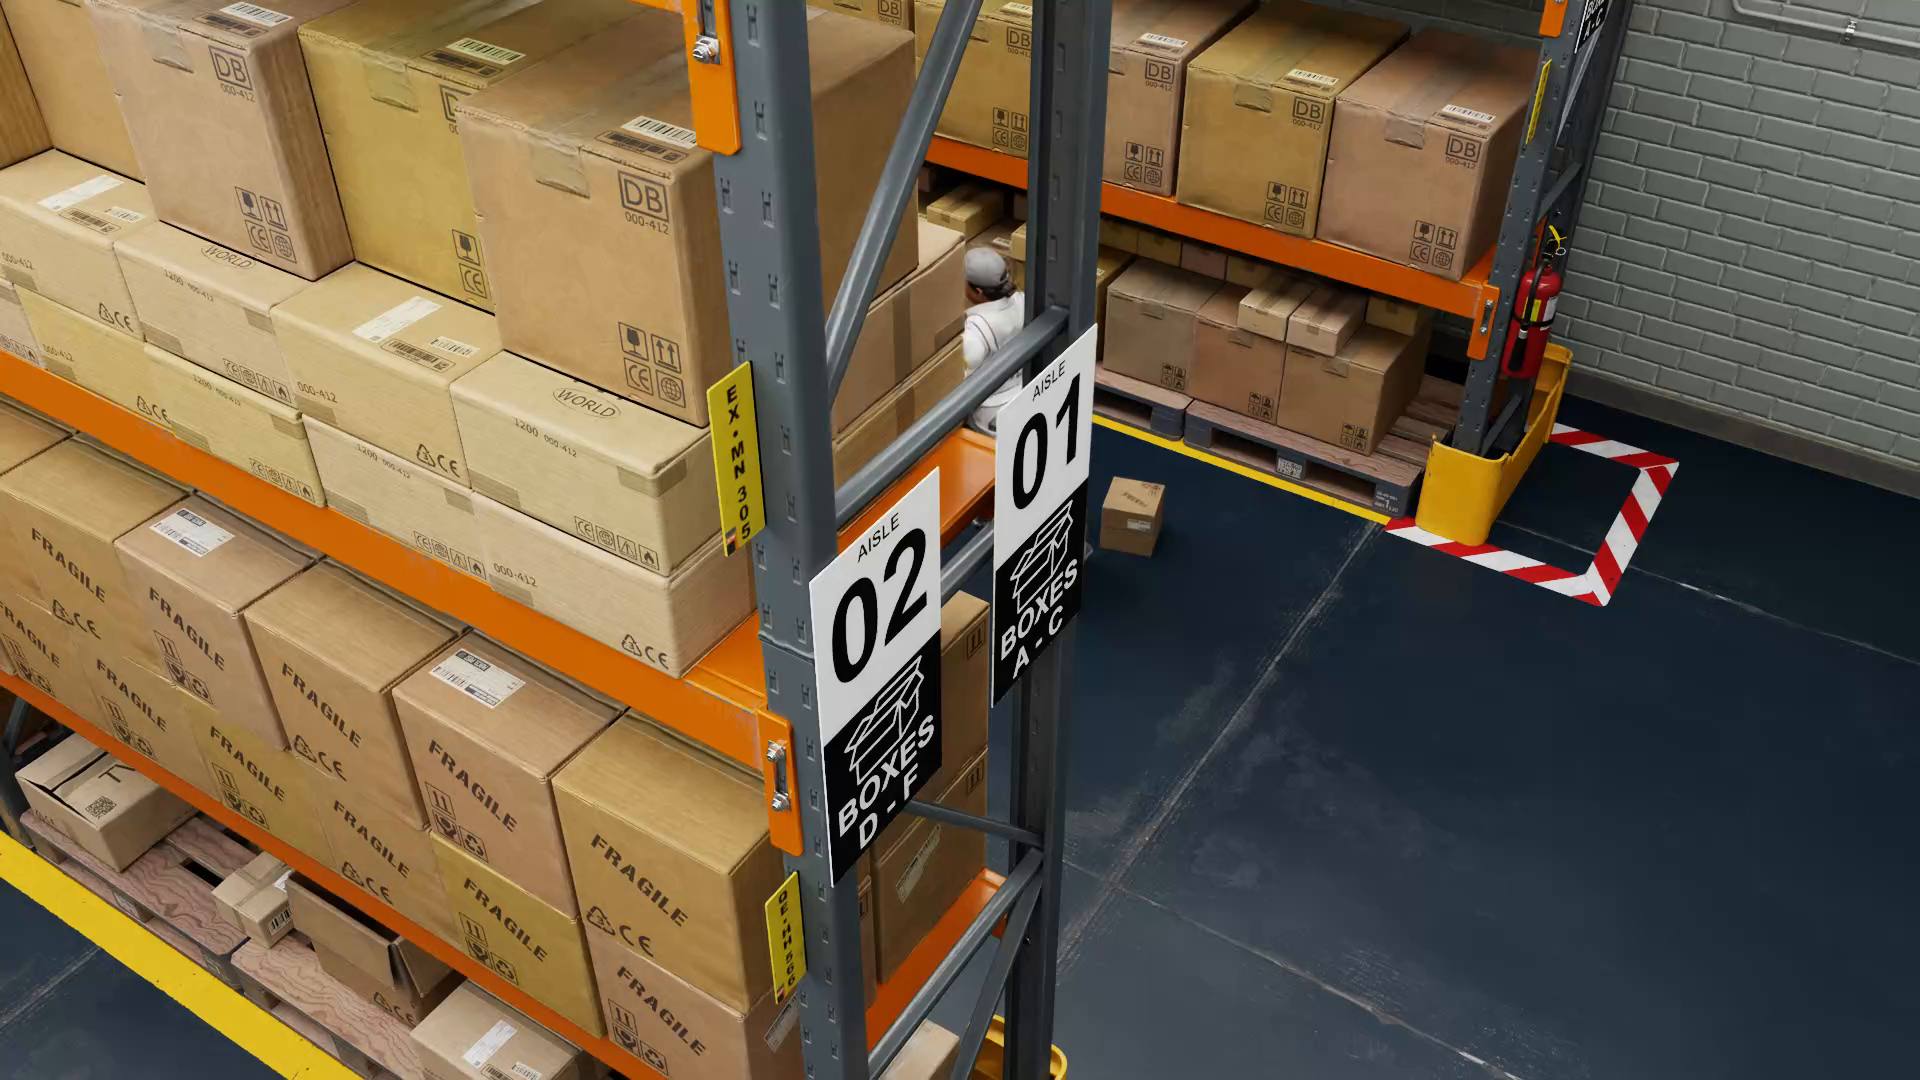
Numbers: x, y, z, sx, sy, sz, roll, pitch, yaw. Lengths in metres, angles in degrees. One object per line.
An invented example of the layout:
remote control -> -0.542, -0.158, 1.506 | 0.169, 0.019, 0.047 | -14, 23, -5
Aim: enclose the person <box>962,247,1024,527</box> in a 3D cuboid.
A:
person -> 0.174, -0.564, 7.374 | 0.822, 1.639, 0.572 | 25, 45, 28
